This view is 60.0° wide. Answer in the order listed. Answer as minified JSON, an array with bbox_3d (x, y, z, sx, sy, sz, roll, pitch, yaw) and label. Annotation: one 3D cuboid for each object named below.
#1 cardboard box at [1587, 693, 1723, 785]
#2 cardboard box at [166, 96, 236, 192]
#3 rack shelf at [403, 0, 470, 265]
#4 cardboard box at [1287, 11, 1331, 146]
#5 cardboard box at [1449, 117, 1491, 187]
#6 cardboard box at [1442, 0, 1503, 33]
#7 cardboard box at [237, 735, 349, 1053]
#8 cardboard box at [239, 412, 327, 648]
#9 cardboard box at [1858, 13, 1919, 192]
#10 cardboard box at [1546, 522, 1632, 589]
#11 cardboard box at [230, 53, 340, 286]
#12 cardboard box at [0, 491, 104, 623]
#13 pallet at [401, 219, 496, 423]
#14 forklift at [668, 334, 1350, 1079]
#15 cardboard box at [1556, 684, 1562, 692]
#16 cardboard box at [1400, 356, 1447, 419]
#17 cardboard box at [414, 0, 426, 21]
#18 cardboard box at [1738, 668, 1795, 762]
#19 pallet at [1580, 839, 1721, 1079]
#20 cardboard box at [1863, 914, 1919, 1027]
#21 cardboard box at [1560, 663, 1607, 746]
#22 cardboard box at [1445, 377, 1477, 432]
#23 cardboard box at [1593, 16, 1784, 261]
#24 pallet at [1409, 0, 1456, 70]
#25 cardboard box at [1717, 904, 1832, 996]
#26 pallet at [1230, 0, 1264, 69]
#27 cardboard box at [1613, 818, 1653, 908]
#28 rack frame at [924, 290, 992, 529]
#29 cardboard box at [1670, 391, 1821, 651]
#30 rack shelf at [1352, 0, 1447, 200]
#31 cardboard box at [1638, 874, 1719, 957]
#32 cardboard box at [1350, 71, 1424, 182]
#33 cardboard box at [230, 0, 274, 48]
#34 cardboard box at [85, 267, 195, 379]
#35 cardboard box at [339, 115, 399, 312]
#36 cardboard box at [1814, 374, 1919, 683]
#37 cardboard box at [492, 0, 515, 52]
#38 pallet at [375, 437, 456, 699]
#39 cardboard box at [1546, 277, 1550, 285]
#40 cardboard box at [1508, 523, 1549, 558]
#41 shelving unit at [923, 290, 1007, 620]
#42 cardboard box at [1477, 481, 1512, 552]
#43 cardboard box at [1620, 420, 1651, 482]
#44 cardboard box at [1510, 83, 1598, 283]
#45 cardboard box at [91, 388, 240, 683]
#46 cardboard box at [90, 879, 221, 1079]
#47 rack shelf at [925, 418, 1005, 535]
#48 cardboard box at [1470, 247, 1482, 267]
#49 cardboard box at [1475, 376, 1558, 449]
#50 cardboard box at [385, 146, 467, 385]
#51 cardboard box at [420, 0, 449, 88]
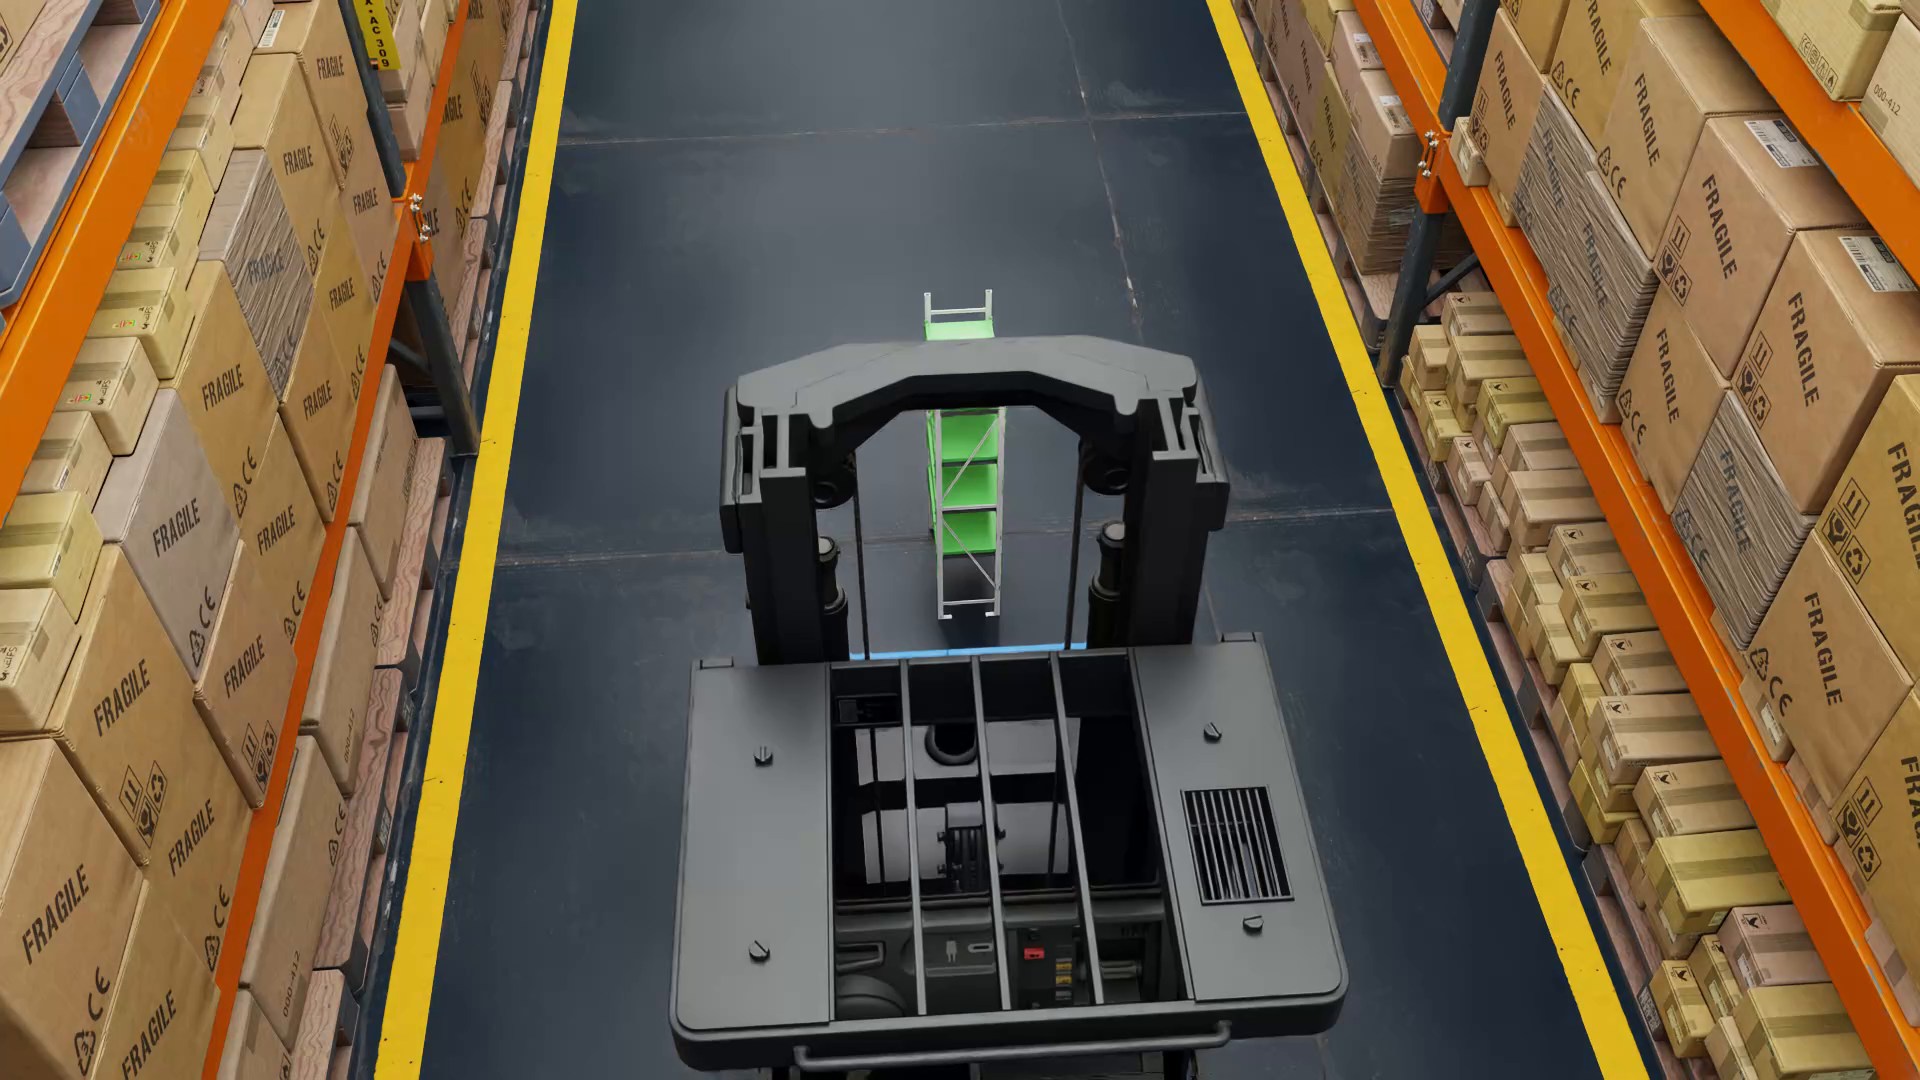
[{"bbox_3d":[2.257,0.637,5.345,0.380,0.149,0.250,-2,47,-2],"label":"cardboard box"},{"bbox_3d":[-2.192,-1.058,4.482,0.380,0.149,0.250,-4,47,-4],"label":"cardboard box"},{"bbox_3d":[-2.724,-2.599,7.641,1.077,0.370,4.000,-3,47,-3],"label":"rack shelf"},{"bbox_3d":[1.974,-2.321,8.315,0.500,0.500,0.500,-4,47,-4],"label":"cardboard box"},{"bbox_3d":[2.066,-1.462,6.242,0.380,0.149,0.250,-2,47,-2],"label":"cardboard box"},{"bbox_3d":[2.138,-2.107,6.563,0.380,0.149,0.250,-4,47,-4],"label":"cardboard box"},{"bbox_3d":[-2.461,1.098,5.120,0.875,0.438,0.875,-2,47,-2],"label":"cardboard box"},{"bbox_3d":[-2.129,0.000,4.615,0.500,0.500,0.500,-2,47,-2],"label":"cardboard box"},{"bbox_3d":[2.323,-0.901,3.575,0.500,0.250,0.500,-2,47,-2],"label":"cardboard box"},{"bbox_3d":[2.314,0.071,5.881,0.380,0.149,0.250,-5,47,-5],"label":"cardboard box"},{"bbox_3d":[-2.207,-1.086,4.955,0.500,0.500,0.500,-4,47,-4],"label":"cardboard box"},{"bbox_3d":[-2.016,0.050,3.433,0.380,0.149,0.250,-5,47,-5],"label":"cardboard box"},{"bbox_3d":[-2.696,-0.995,7.547,1.003,0.211,1.213,-3,47,-3],"label":"pallet"},{"bbox_3d":[0.056,1.126,3.665,1.130,2.935,3.031,-3,47,-3],"label":"forklift"},{"bbox_3d":[2.326,0.467,5.916,0.380,0.149,0.250,-2,47,-2],"label":"cardboard box"},{"bbox_3d":[2.078,-0.655,6.978,0.380,0.149,0.250,-5,47,-5],"label":"cardboard box"},{"bbox_3d":[-2.384,-2.231,6.556,0.500,0.250,0.500,-3,47,-3],"label":"cardboard box"},{"bbox_3d":[2.330,0.442,4.438,0.380,0.149,0.250,-2,47,-2],"label":"cardboard box"},{"bbox_3d":[2.664,1.434,5.246,1.003,0.211,1.213,-3,47,-3],"label":"pallet"},{"bbox_3d":[2.394,0.988,3.921,0.380,0.149,0.250,-3,47,-3],"label":"cardboard box"},{"bbox_3d":[2.270,0.553,5.630,0.380,0.149,0.250,-1,47,-1],"label":"cardboard box"},{"bbox_3d":[2.190,-0.581,6.703,0.380,0.149,0.250,-3,47,-3],"label":"cardboard box"},{"bbox_3d":[2.233,-1.172,4.832,0.500,0.500,0.500,-3,47,-3],"label":"cardboard box"},{"bbox_3d":[2.449,-2.270,6.966,1.003,0.211,1.213,-3,47,-3],"label":"pallet"},{"bbox_3d":[2.442,1.199,4.813,0.380,0.149,0.250,-3,47,-3],"label":"cardboard box"},{"bbox_3d":[2.097,-3.143,9.582,1.003,0.211,1.213,-3,47,-3],"label":"pallet"},{"bbox_3d":[2.359,1.034,5.379,0.380,0.149,0.250,-3,47,-3],"label":"cardboard box"},{"bbox_3d":[-0.007,-0.469,6.368,0.240,1.200,0.015,-3,47,-3],"label":"rack frame"},{"bbox_3d":[2.319,-0.065,4.472,0.500,0.500,0.500,-3,47,-3],"label":"cardboard box"},{"bbox_3d":[2.201,-2.973,7.995,1.077,0.370,4.000,-3,47,-3],"label":"rack shelf"},{"bbox_3d":[2.329,1.114,5.099,0.380,0.149,0.250,-5,47,-5],"label":"cardboard box"},{"bbox_3d":[2.054,-1.840,7.343,0.500,0.250,0.500,-5,47,-4],"label":"cardboard box"},{"bbox_3d":[-2.299,-1.600,4.995,0.380,0.149,0.250,-2,47,-2],"label":"cardboard box"},{"bbox_3d":[-2.063,-0.505,3.958,0.380,0.149,0.250,-5,47,-4],"label":"cardboard box"},{"bbox_3d":[-2.263,-1.114,5.670,0.500,0.500,0.500,-3,47,-3],"label":"cardboard box"},{"bbox_3d":[2.374,-0.043,3.762,0.500,0.500,0.500,-5,47,-5],"label":"cardboard box"},{"bbox_3d":[-2.916,-3.203,8.891,0.875,0.875,0.875,-4,47,-4],"label":"cardboard box"},{"bbox_3d":[-2.570,0.114,6.497,1.003,0.211,1.213,-3,47,-3],"label":"pallet"},{"bbox_3d":[2.253,-0.893,5.703,0.380,0.149,0.250,-5,47,-5],"label":"cardboard box"},{"bbox_3d":[2.266,-0.011,6.164,0.380,0.149,0.250,-2,47,-1],"label":"cardboard box"},{"bbox_3d":[0.014,-0.293,6.201,0.258,1.200,0.503,-3,47,-3],"label":"shelving unit"},{"bbox_3d":[2.244,-0.105,6.458,0.380,0.149,0.250,-4,47,-4],"label":"cardboard box"},{"bbox_3d":[2.293,-0.321,5.162,0.380,0.149,0.250,-2,47,-2],"label":"cardboard box"},{"bbox_3d":[2.207,-1.179,5.527,0.500,0.500,0.500,-3,47,-3],"label":"cardboard box"},{"bbox_3d":[-2.079,0.006,3.921,0.500,0.500,0.500,-4,47,-4],"label":"cardboard box"},{"bbox_3d":[-1.975,1.095,3.578,0.500,0.500,0.500,-4,47,-4],"label":"cardboard box"},{"bbox_3d":[0.014,-0.249,6.247,0.258,0.148,0.480,-3,47,-3],"label":"rack shelf"},{"bbox_3d":[2.570,-1.609,7.641,0.500,0.500,0.500,-2,47,-2],"label":"cardboard box"},{"bbox_3d":[2.225,-0.498,6.420,0.380,0.149,0.250,-4,47,-4],"label":"cardboard box"},{"bbox_3d":[-2.688,-1.257,7.049,0.875,0.875,0.875,-2,47,-2],"label":"cardboard box"},{"bbox_3d":[-2.375,-2.057,6.735,0.500,0.250,0.500,-5,47,-4],"label":"cardboard box"}]
